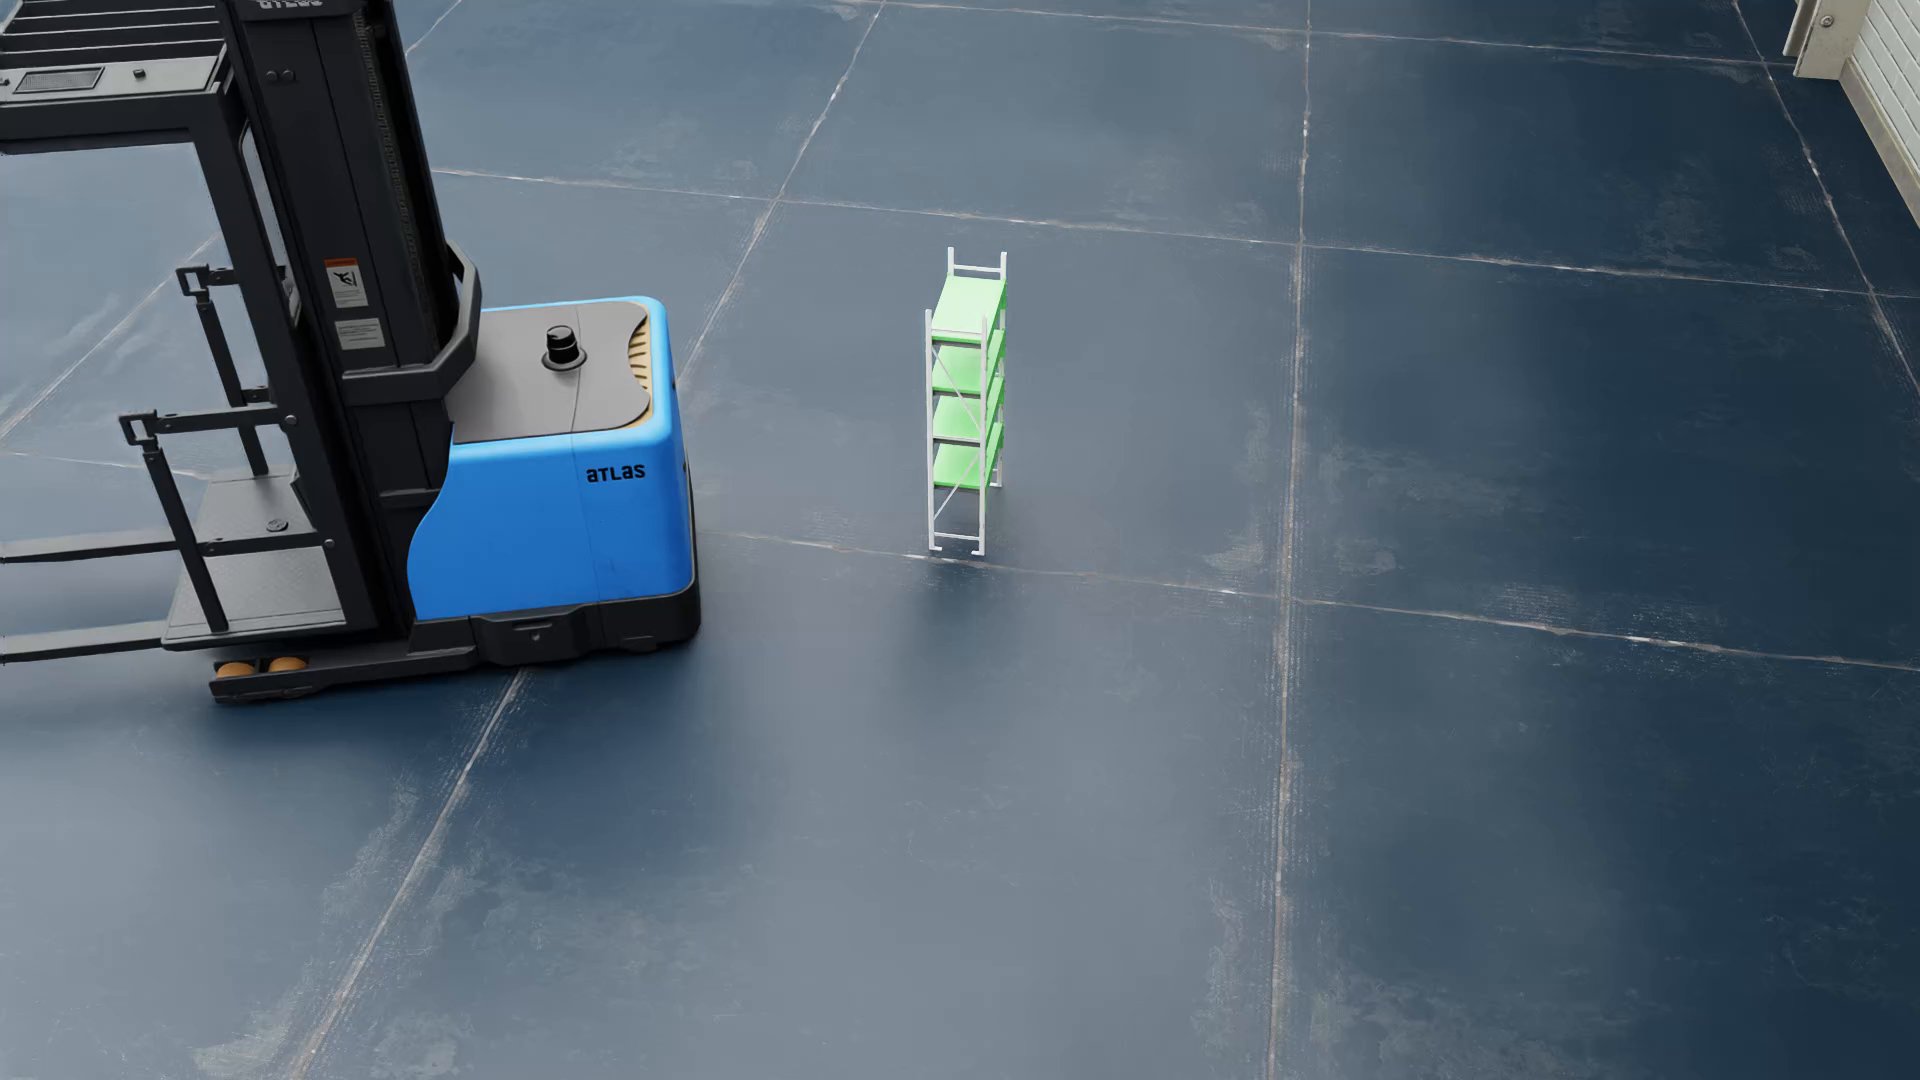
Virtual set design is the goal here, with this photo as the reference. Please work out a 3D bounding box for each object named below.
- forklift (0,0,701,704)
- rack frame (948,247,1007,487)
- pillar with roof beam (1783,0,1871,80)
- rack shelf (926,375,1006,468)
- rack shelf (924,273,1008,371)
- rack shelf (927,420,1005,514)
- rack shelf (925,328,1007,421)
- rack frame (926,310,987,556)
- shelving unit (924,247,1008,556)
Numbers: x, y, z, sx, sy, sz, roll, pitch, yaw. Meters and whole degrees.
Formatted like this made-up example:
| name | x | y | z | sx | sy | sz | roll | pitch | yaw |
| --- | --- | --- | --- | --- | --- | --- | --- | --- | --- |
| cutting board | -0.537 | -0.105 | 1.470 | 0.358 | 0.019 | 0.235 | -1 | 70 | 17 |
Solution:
| name | x | y | z | sx | sy | sz | roll | pitch | yaw |
| --- | --- | --- | --- | --- | --- | --- | --- | --- | --- |
| forklift | -2.612 | -0.854 | 5.983 | 3.031 | 2.935 | 1.130 | -6 | 40 | -7 |
| rack frame | 0.071 | -0.719 | 7.179 | 0.240 | 1.200 | 0.015 | 6 | 40 | 8 |
| pillar with roof beam | 1.436 | -7.098 | 8.773 | 9.100 | 9.000 | 0.400 | 6 | 40 | 8 |
| rack shelf | 0.029 | -0.517 | 7.034 | 0.258 | 0.148 | 0.480 | 6 | 40 | 8 |
| rack shelf | 0.029 | -0.887 | 6.728 | 0.258 | 0.148 | 0.480 | 6 | 40 | 8 |
| rack shelf | 0.029 | -0.332 | 7.187 | 0.258 | 0.148 | 0.480 | 6 | 40 | 8 |
| rack shelf | 0.029 | -0.702 | 6.881 | 0.258 | 0.148 | 0.480 | 6 | 40 | 8 |
| rack frame | -0.014 | -0.413 | 6.808 | 0.240 | 1.200 | 0.015 | 6 | 40 | 8 |
| shelving unit | 0.029 | -0.566 | 6.993 | 0.258 | 1.200 | 0.503 | 6 | 40 | 8 |
